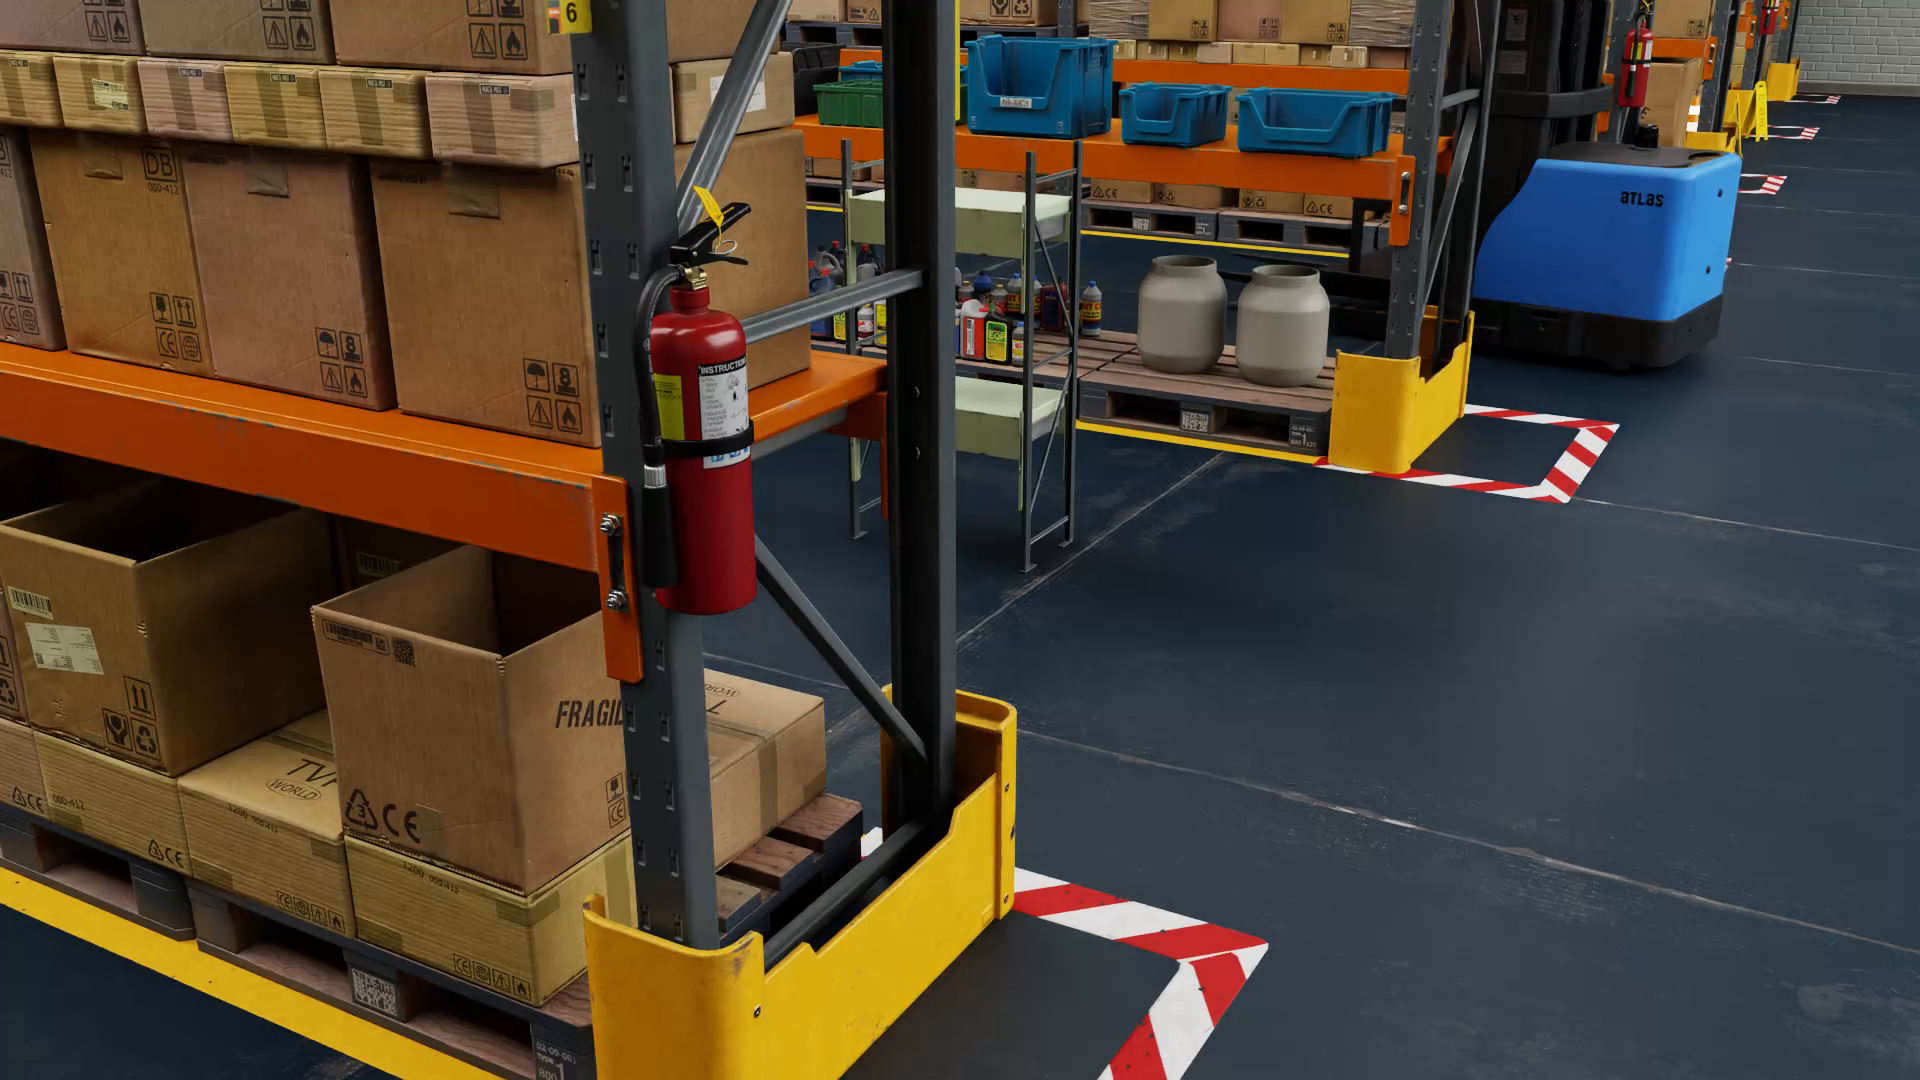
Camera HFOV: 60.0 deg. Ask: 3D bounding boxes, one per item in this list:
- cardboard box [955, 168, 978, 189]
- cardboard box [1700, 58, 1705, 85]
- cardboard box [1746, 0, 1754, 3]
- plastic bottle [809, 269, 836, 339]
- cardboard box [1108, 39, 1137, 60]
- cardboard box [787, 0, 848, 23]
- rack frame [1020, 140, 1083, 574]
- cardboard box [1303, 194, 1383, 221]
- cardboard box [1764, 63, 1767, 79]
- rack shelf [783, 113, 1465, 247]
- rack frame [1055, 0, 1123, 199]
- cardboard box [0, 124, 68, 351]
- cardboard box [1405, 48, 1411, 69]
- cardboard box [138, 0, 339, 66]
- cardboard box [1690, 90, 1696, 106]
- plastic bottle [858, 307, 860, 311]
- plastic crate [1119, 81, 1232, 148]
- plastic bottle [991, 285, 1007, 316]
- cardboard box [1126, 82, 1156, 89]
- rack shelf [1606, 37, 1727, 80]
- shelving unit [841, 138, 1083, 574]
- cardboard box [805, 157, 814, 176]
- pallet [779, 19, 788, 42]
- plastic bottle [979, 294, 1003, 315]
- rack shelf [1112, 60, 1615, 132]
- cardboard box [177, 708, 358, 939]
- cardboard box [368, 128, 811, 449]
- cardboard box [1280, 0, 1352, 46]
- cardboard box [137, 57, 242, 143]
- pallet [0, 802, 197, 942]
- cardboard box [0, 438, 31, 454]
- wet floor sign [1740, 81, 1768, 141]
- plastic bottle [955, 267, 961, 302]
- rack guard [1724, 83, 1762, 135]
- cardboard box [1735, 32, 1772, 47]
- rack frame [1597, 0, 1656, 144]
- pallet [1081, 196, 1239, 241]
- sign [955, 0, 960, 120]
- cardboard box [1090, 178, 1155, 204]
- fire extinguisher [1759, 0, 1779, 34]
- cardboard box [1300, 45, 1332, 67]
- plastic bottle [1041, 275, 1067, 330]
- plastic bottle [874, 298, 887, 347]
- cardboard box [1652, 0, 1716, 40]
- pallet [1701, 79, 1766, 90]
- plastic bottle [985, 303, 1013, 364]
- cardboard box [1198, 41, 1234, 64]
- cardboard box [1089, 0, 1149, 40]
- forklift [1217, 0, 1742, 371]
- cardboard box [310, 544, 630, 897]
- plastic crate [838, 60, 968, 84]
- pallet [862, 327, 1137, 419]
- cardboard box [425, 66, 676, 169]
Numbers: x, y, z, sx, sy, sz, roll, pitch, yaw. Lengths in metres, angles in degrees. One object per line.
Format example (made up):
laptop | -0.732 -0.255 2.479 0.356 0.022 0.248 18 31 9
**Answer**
cardboard box | 0.107 -3.252 13.953 0.500 0.500 0.700 11 22 27
cardboard box | 8.774 -5.790 20.244 0.500 0.500 0.500 10 22 26
cardboard box | 11.224 -7.841 23.436 0.500 0.500 0.500 10 22 26
plastic bottle | -0.709 -1.225 8.583 0.185 0.351 0.144 10 22 25
cardboard box | 1.292 -3.738 12.641 0.250 0.149 0.380 11 23 27
cardboard box | -1.102 -4.472 13.899 0.500 0.250 0.500 10 22 26
rack frame | 0.325 -0.643 5.938 0.023 1.500 0.400 11 23 27
cardboard box | 2.919 -2.692 12.438 0.500 0.500 0.500 13 24 32
cardboard box | 11.449 -6.835 24.226 0.500 0.250 0.500 11 23 28
rack shelf | 0.370 -1.882 8.209 4.000 0.370 1.077 11 23 27
rack frame | 1.039 -4.027 13.068 0.127 3.000 1.000 11 23 27
cardboard box | -2.057 -0.799 4.021 0.500 0.500 0.700 12 23 29
cardboard box | 3.312 -3.398 11.702 0.250 0.149 0.380 11 23 27
cardboard box | -1.212 -1.246 3.353 0.500 0.500 0.700 10 22 26
cardboard box | 8.507 -5.275 19.926 0.500 0.250 0.500 11 23 27
plastic bottle | -0.562 -1.174 8.560 0.097 0.271 0.097 0 20 0
plastic crate | 0.969 -1.921 7.481 0.408 0.251 0.499 11 23 27
plastic bottle | 0.212 -1.263 8.907 0.097 0.201 0.097 0 20 0
cardboard box | 2.121 -4.865 18.061 0.750 0.750 1.050 11 23 27
rack shelf | 5.293 -4.816 16.299 4.000 0.370 1.077 11 23 27
shelving unit | 0.006 -0.704 6.106 0.755 1.500 0.431 11 23 27
cardboard box | -1.367 -3.530 14.719 0.500 0.500 0.700 9 22 23
pallet | -1.778 -4.515 14.696 1.003 0.211 1.213 11 23 27
plastic bottle | 0.144 -1.074 8.266 0.133 0.283 0.061 11 23 27
rack shelf | 2.786 -3.356 12.274 4.000 0.370 1.077 11 23 27
cardboard box | -1.358 0.601 3.726 0.500 0.250 0.500 11 23 27
cardboard box | -0.704 -0.542 3.314 0.500 0.500 0.700 11 23 27
cardboard box | 2.724 -3.879 12.076 0.500 0.500 0.875 11 23 27
cardboard box | -1.400 -0.900 3.351 0.250 0.149 0.380 11 23 28
pallet | -2.052 0.579 4.458 1.213 0.211 1.003 11 23 27
cardboard box | -2.670 0.000 4.282 0.500 0.500 0.500 11 23 27
wet floor sign | 9.009 -4.855 18.804 0.267 0.644 0.232 -16 26 -38
plastic bottle | -0.084 -1.344 9.021 0.135 0.276 0.152 11 23 28
rack guard | 9.298 -5.150 19.829 0.348 0.500 1.175 11 23 27
cardboard box | 11.228 -7.149 23.625 0.500 0.250 0.500 12 23 29
rack frame | 4.532 -3.362 11.235 0.127 3.000 1.000 11 23 27
pallet | 1.643 -2.615 13.265 1.213 0.211 1.003 11 23 27
sign | -0.027 -1.022 3.398 0.005 0.325 0.100 11 23 27
cardboard box | 1.369 -2.971 13.207 0.500 0.500 0.500 10 22 26
fire extinguisher | 9.240 -6.120 18.950 0.183 0.674 0.296 11 23 27
cardboard box | 2.637 -3.510 12.012 0.250 0.149 0.380 11 23 27
plastic bottle | 0.496 -1.255 8.764 0.133 0.283 0.061 11 23 28
plastic bottle | -0.338 -1.154 8.388 0.185 0.351 0.144 11 22 27
cardboard box | 6.693 -4.941 15.366 0.550 0.550 0.875 11 23 27
pallet | 11.094 -6.594 24.235 1.213 0.211 1.003 11 23 27
plastic bottle | 0.188 -1.006 8.079 0.133 0.283 0.061 11 23 29
cardboard box | 1.945 -3.612 12.294 0.250 0.149 0.380 11 23 27
cardboard box | 1.402 -4.121 12.744 0.500 0.500 0.875 11 23 27
forklift | 2.777 -2.654 9.382 3.031 2.935 1.130 15 25 36
cardboard box | -0.916 0.329 3.377 0.500 0.500 0.500 11 23 27
plastic crate | -0.277 -2.380 8.744 0.616 0.251 0.499 11 23 27
pallet | 0.259 -0.915 8.579 1.213 0.211 1.003 11 23 27
cardboard box | -0.729 -0.772 2.997 0.250 0.149 0.380 10 22 26
